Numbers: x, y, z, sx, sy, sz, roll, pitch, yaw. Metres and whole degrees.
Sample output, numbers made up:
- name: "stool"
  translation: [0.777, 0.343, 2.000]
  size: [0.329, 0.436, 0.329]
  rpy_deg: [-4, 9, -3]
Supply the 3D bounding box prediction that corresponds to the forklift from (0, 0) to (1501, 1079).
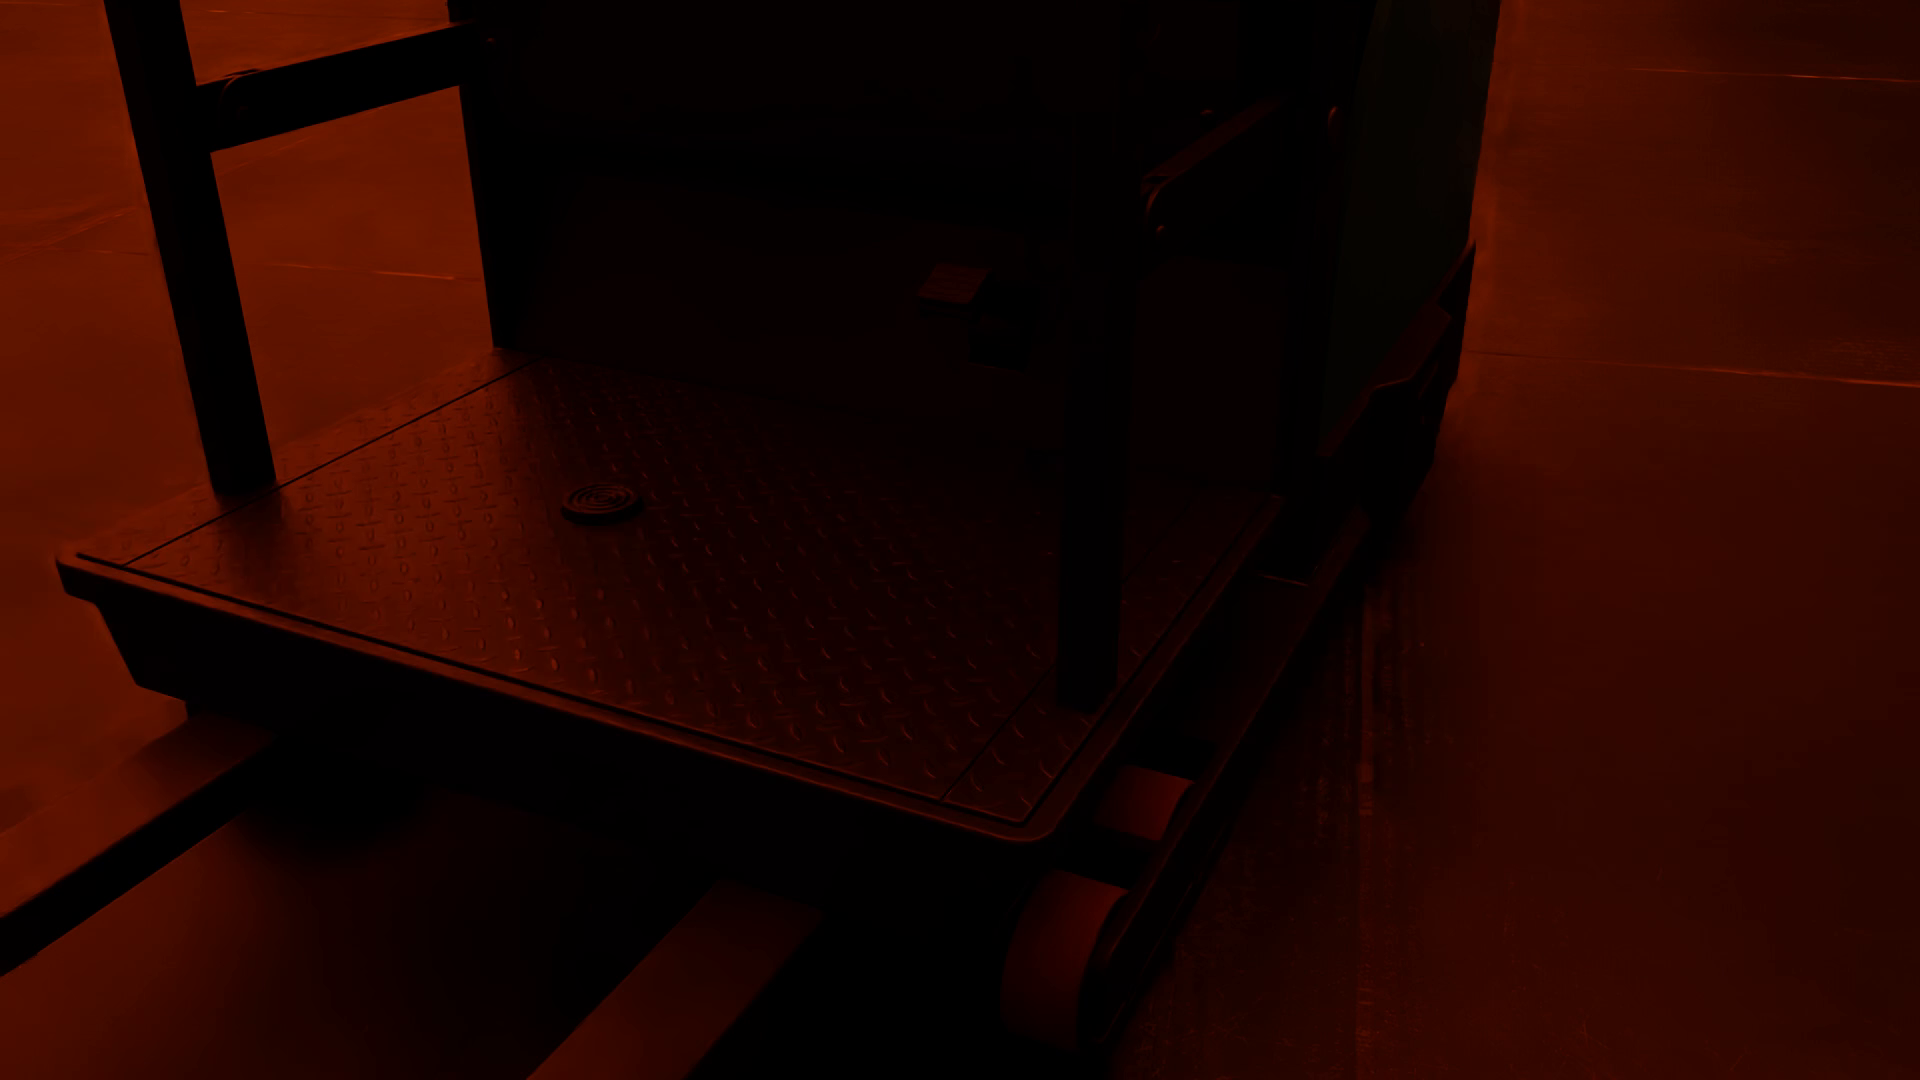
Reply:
- name: "forklift"
  translation: [-0.222, -1.057, 1.341]
  size: [1.130, 2.935, 3.031]
  rpy_deg: [12, 29, 23]
